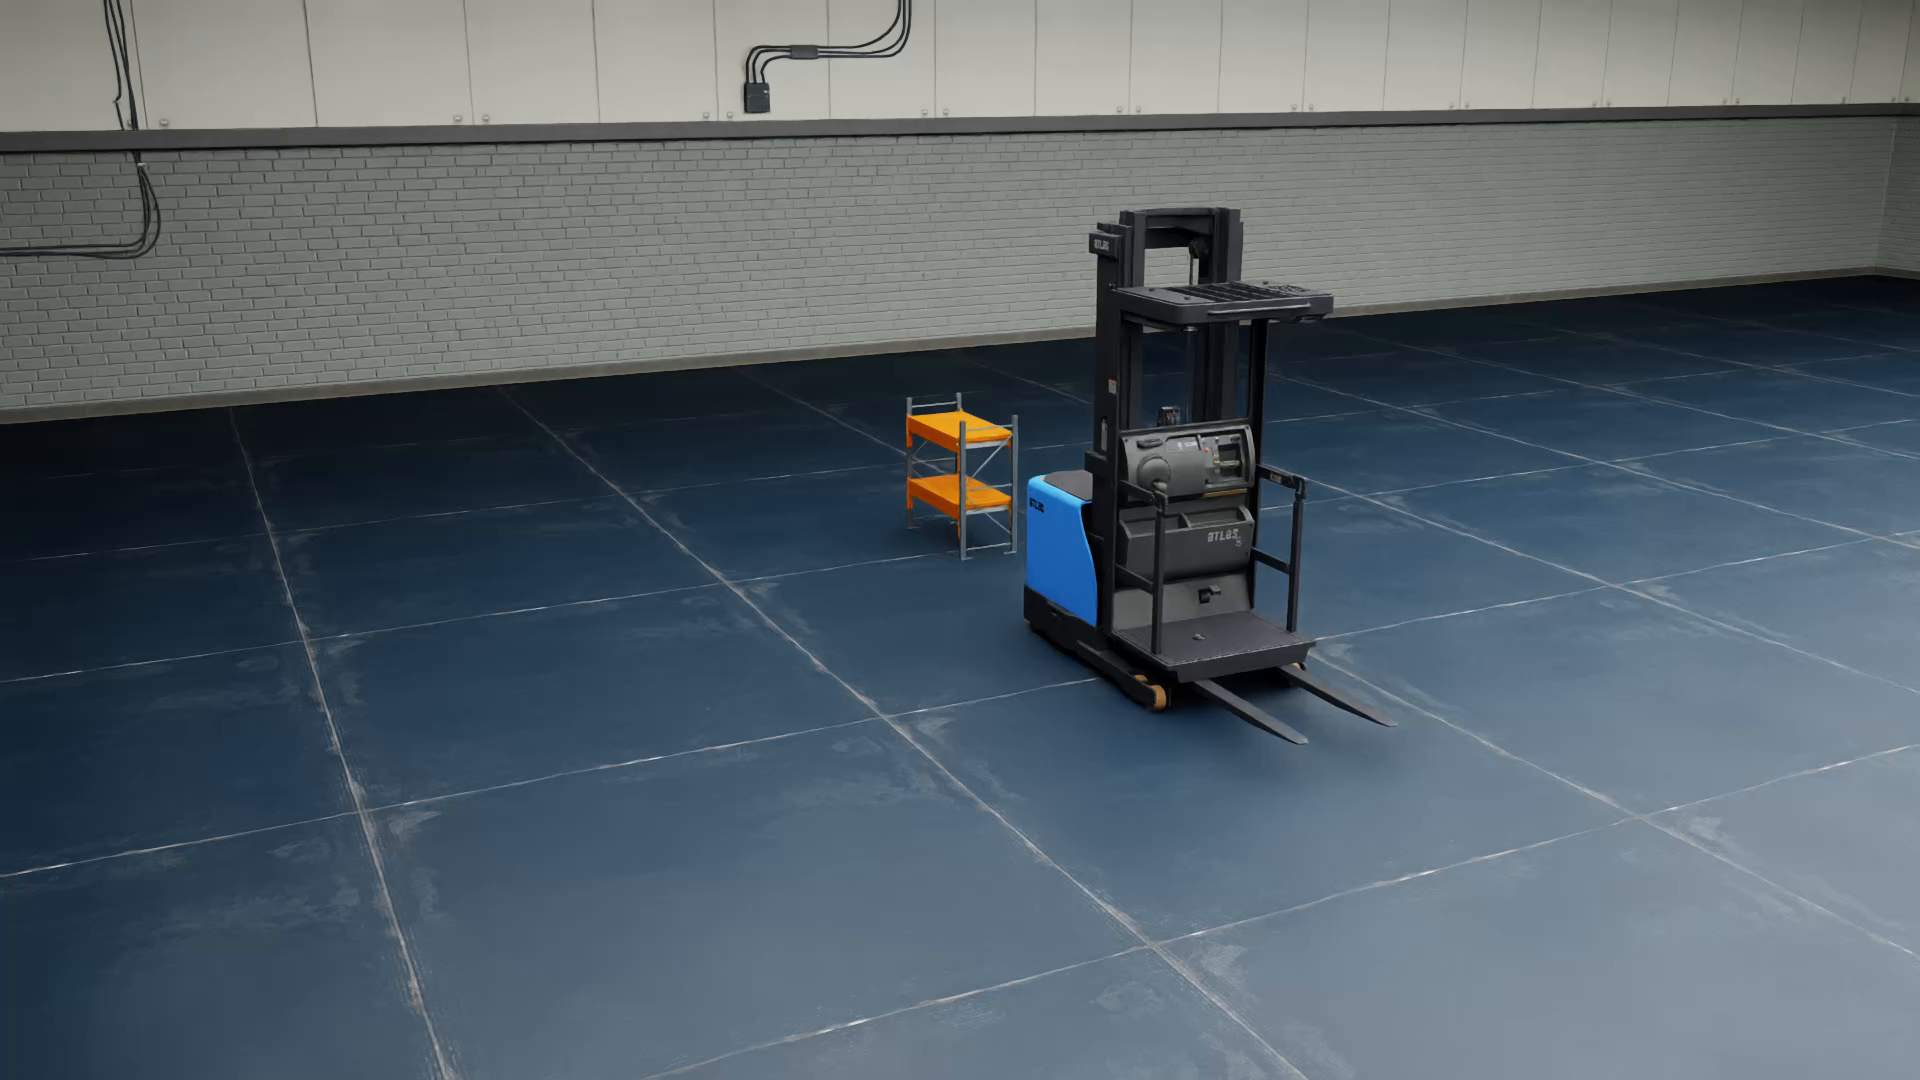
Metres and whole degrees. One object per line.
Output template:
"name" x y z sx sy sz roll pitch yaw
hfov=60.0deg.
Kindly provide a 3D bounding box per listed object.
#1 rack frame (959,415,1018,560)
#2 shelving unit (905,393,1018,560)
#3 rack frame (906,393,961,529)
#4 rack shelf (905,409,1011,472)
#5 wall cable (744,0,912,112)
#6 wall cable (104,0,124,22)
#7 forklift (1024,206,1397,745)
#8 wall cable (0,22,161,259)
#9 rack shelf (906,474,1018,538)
"rack frame" 0.226 -0.413 13.150 0.500 1.125 0.032 -8 18 -25
"shelving unit" 0.003 -0.539 13.590 0.538 1.125 1.048 -8 18 -25
"rack frame" -0.220 -0.665 14.029 0.500 1.125 0.032 -8 18 -25
"rack shelf" 0.003 -0.820 13.509 0.538 0.278 1.000 -8 18 -25
"wall cable" -1.644 -8.393 20.517 2.305 6.003 0.169 -8 18 -25
"wall cable" -7.753 -6.877 17.873 3.097 2.526 0.112 -8 18 -25
"forklift" 1.521 -0.500 10.178 1.130 2.935 3.031 -7 18 -24
"wall cable" -10.185 -4.122 17.431 3.097 2.526 0.112 -8 18 -25
"rack shelf" 0.003 -0.304 13.657 0.538 0.278 1.000 -8 18 -25
